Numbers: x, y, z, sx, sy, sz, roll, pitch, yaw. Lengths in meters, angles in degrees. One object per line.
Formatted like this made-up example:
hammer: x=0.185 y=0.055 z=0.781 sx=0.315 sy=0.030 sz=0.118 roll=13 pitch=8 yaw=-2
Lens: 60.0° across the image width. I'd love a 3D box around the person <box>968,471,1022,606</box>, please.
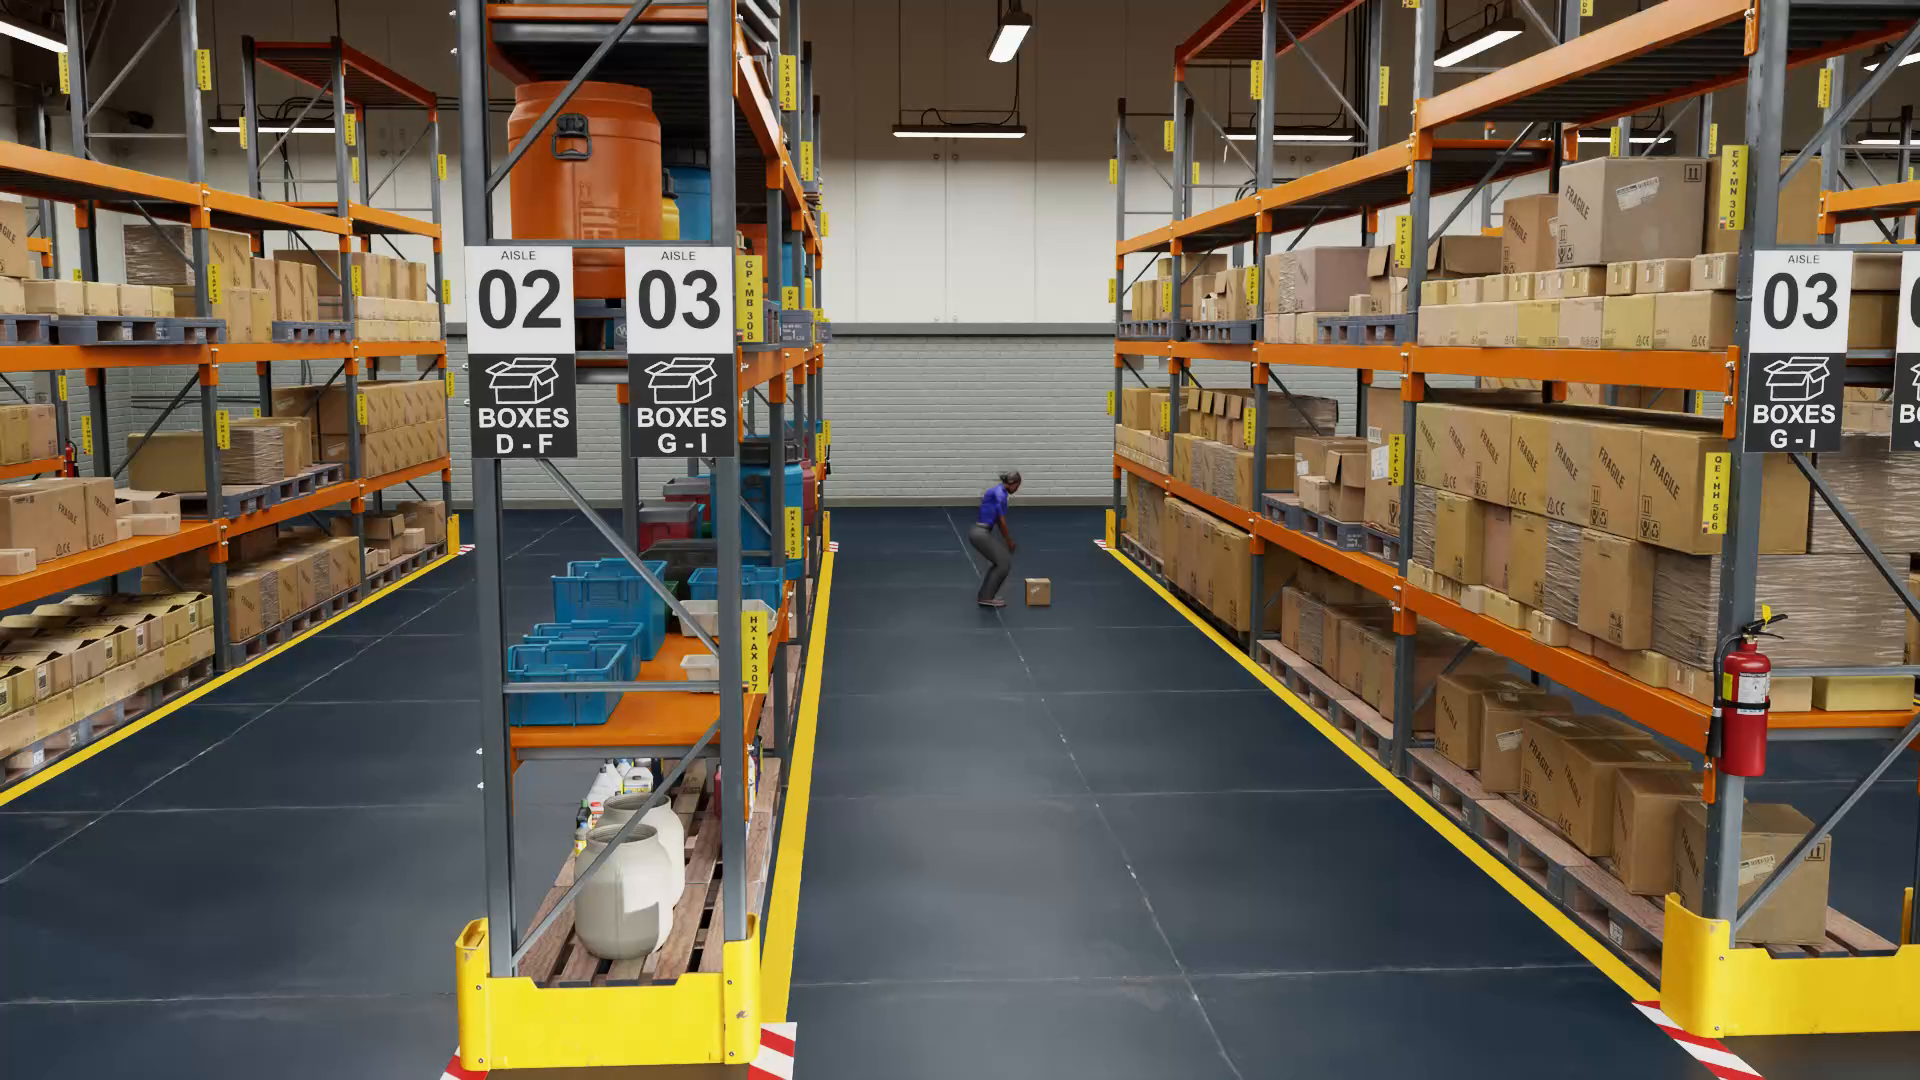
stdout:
person: x=0.373 y=-0.024 z=17.913 sx=0.577 sy=1.441 sz=0.492 roll=0 pitch=7 yaw=-3
